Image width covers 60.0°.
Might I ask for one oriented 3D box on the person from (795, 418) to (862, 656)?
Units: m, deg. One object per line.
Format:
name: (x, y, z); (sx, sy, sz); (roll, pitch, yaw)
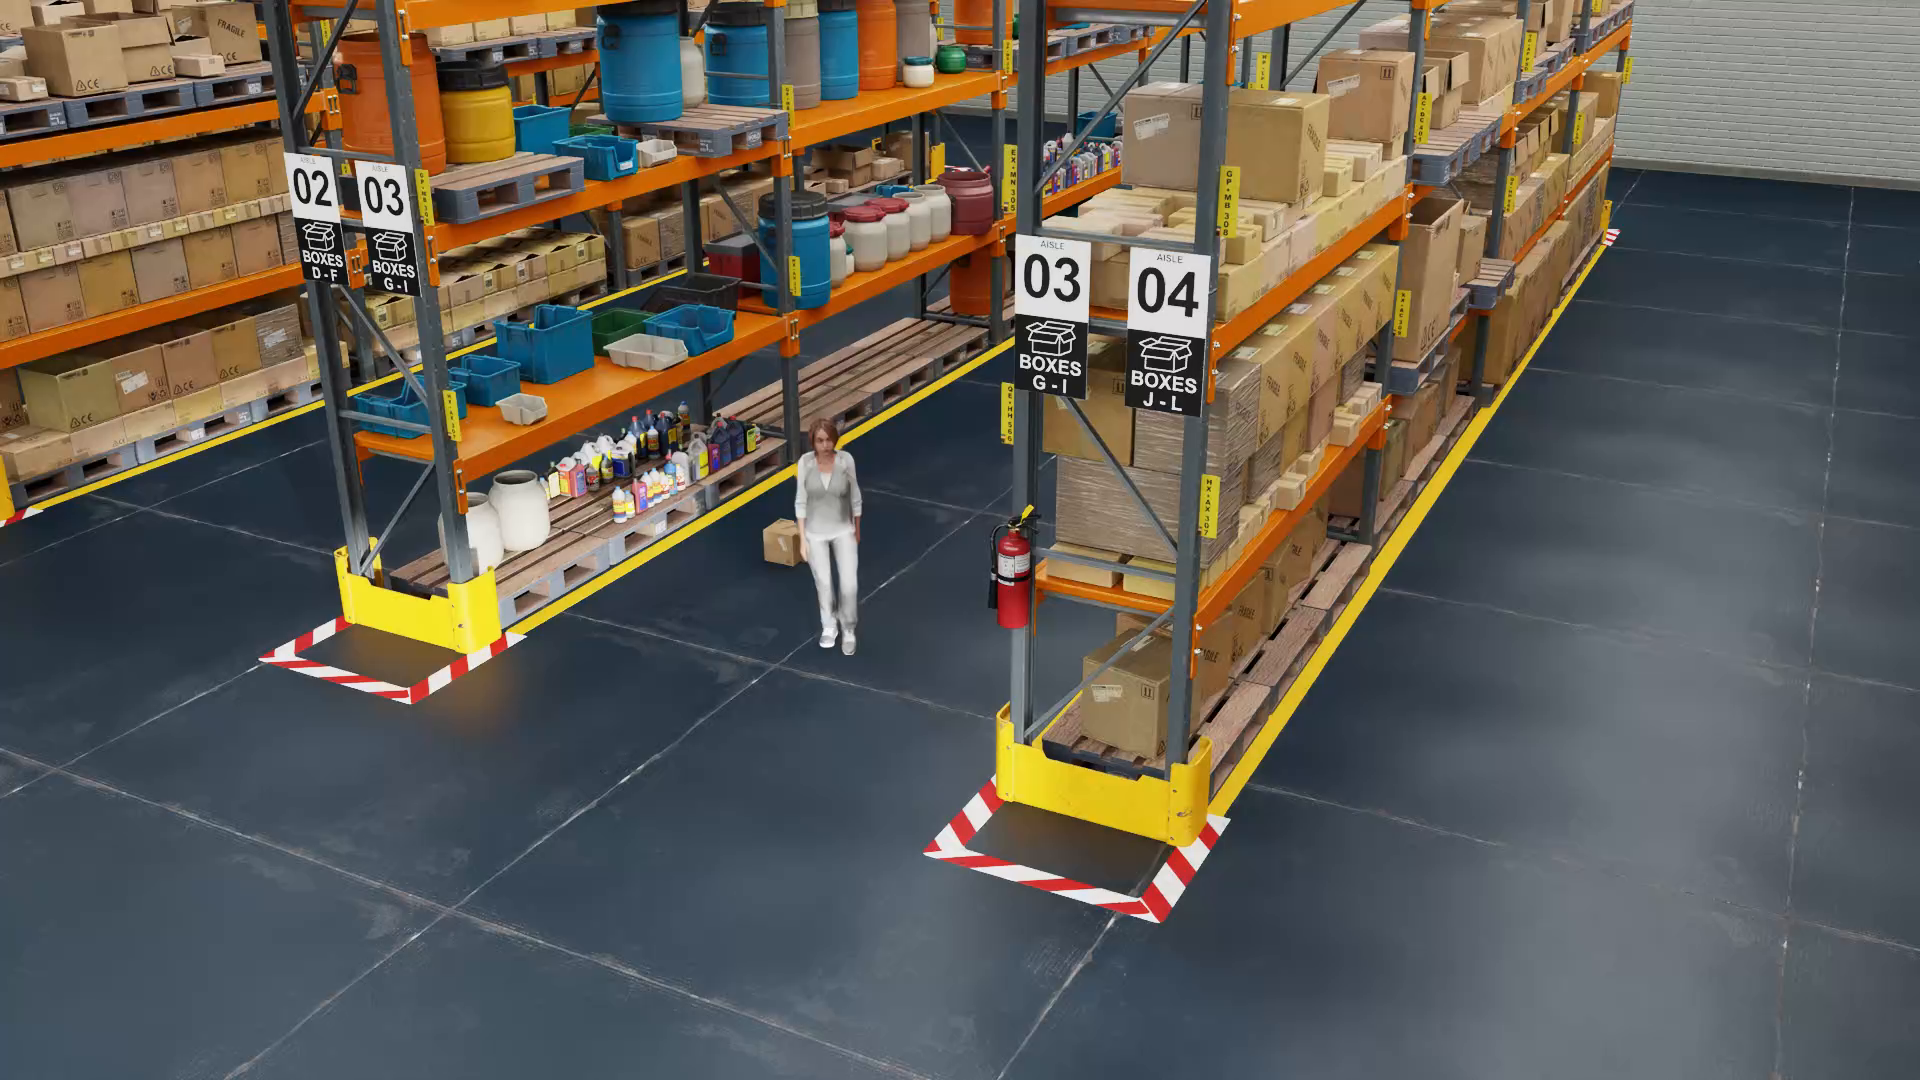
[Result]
person: (-0.843, -0.009, 10.718); (0.422, 1.622, 0.425); (0, 23, 0)
